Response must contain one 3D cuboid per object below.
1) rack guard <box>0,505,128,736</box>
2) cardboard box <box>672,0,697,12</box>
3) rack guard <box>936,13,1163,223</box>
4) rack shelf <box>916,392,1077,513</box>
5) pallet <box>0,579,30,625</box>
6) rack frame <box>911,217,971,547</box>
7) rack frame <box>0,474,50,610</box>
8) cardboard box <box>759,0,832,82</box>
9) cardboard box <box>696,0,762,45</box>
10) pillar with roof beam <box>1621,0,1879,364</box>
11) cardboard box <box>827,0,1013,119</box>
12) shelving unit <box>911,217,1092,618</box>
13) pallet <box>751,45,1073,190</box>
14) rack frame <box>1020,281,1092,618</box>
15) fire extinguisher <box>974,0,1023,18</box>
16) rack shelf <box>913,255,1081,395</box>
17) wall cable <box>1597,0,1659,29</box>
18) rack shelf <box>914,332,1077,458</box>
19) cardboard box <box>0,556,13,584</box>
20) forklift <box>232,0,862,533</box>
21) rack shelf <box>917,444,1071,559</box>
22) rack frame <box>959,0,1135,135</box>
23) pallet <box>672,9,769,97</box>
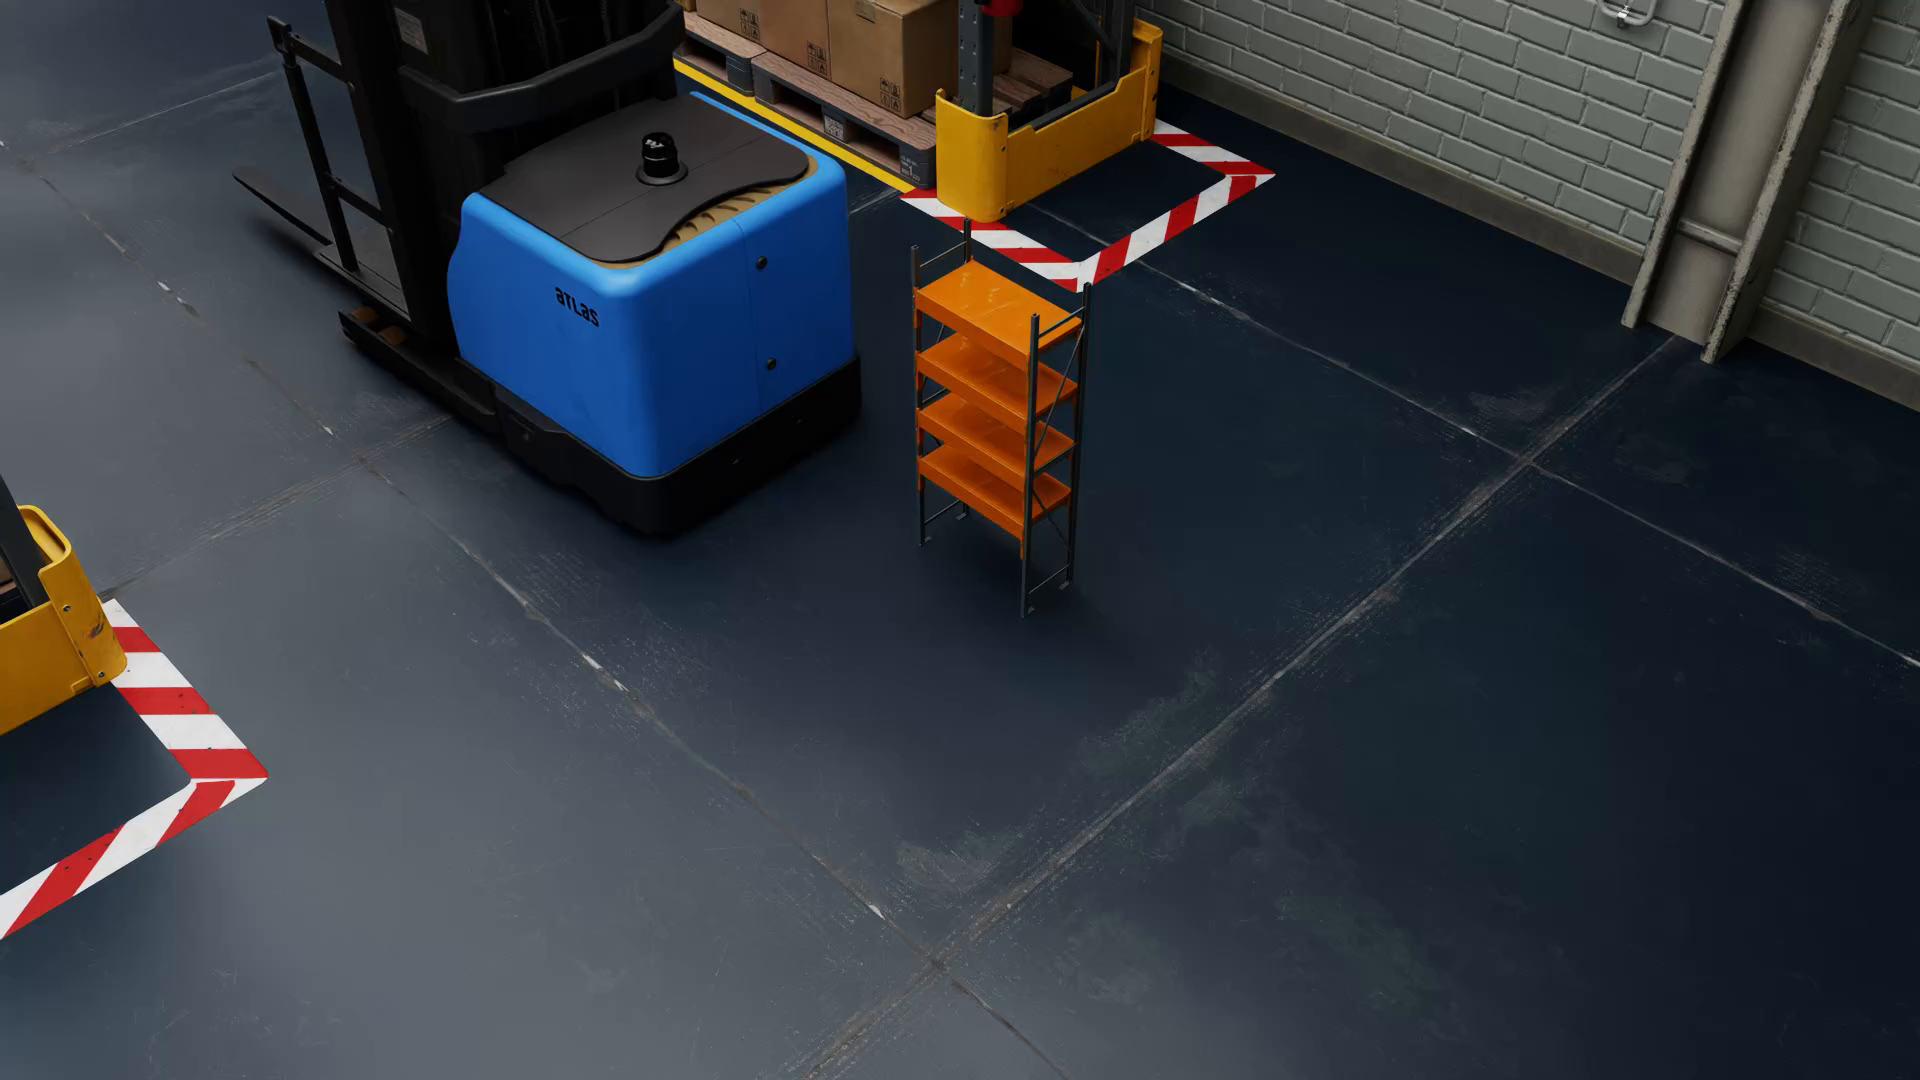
[{"bbox_3d":[-3.170,0.420,4.927,1.175,0.500,0.348,-34,53,-31],"label":"rack guard"},{"bbox_3d":[-1.268,-3.096,8.423,0.700,0.500,0.500,-33,52,-30],"label":"cardboard box"},{"bbox_3d":[0.405,-1.907,7.446,1.175,0.500,0.348,-34,53,-31],"label":"rack guard"},{"bbox_3d":[0.117,-0.312,5.302,0.258,0.148,0.480,-34,53,-31],"label":"rack shelf"},{"bbox_3d":[-3.734,0.144,5.439,1.003,0.211,1.213,-34,53,-31],"label":"pallet"},{"bbox_3d":[-0.055,-0.478,5.384,0.240,1.200,0.015,-34,53,-31],"label":"rack frame"},{"bbox_3d":[-3.117,-0.461,4.039,1.000,3.000,0.127,-34,53,-31],"label":"rack frame"},{"bbox_3d":[-0.531,-2.602,7.888,0.500,0.500,0.700,34,53,31],"label":"cardboard box"},{"bbox_3d":[-0.886,-2.843,8.149,0.500,0.500,0.700,32,52,30],"label":"cardboard box"},{"bbox_3d":[-0.141,-2.094,1.386,9.100,9.000,0.400,-34,53,-31],"label":"pillar with roof beam"},{"bbox_3d":[-0.177,-2.362,7.628,0.700,0.500,0.500,-34,53,-31],"label":"cardboard box"},{"bbox_3d":[0.117,-0.361,5.257,0.258,1.200,0.503,-34,53,-31],"label":"shelving unit"},{"bbox_3d":[-0.232,-2.160,7.932,1.003,0.211,1.213,-34,53,-31],"label":"pallet"},{"bbox_3d":[0.289,-0.244,5.130,0.240,1.200,0.015,-34,53,-31],"label":"rack frame"},{"bbox_3d":[0.168,-2.378,6.445,0.296,0.674,0.183,-34,53,-31],"label":"fire extinguisher"},{"bbox_3d":[0.117,-0.650,4.990,0.258,0.148,0.480,-34,53,-31],"label":"rack shelf"},{"bbox_3d":[1.962,-3.048,6.090,0.084,1.984,1.851,-34,53,-31],"label":"wall cable"},{"bbox_3d":[0.117,-0.476,5.151,0.258,0.148,0.480,-34,53,-31],"label":"rack shelf"},{"bbox_3d":[-3.169,0.058,5.253,0.380,0.149,0.250,-34,53,-31],"label":"cardboard box"},{"bbox_3d":[-1.791,-1.973,5.726,3.031,2.935,1.130,32,51,30],"label":"forklift"},{"bbox_3d":[0.117,-0.166,5.437,0.258,0.148,0.480,-34,53,-31],"label":"rack shelf"},{"bbox_3d":[0.388,-2.837,6.610,1.000,3.000,0.127,-34,53,-31],"label":"rack frame"},{"bbox_3d":[-1.089,-2.746,8.566,1.003,0.211,1.213,-34,53,-31],"label":"pallet"}]
